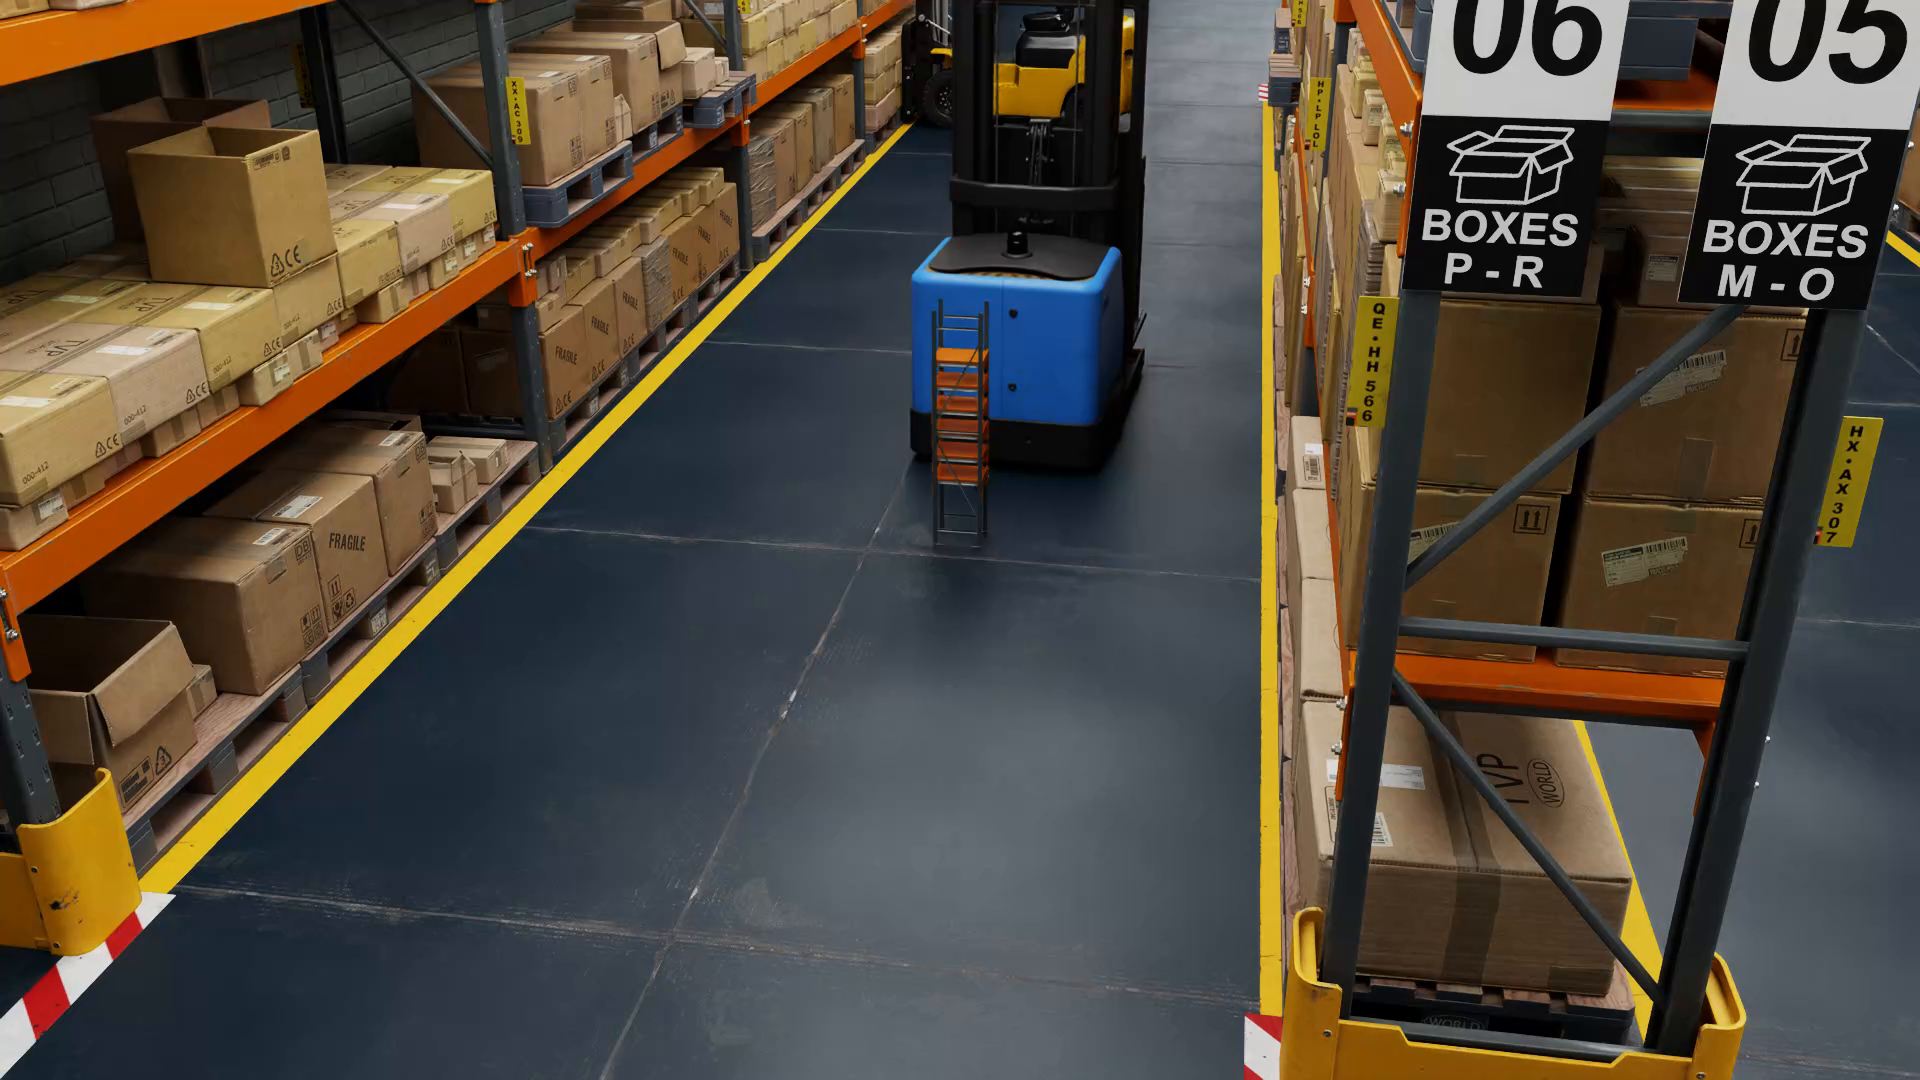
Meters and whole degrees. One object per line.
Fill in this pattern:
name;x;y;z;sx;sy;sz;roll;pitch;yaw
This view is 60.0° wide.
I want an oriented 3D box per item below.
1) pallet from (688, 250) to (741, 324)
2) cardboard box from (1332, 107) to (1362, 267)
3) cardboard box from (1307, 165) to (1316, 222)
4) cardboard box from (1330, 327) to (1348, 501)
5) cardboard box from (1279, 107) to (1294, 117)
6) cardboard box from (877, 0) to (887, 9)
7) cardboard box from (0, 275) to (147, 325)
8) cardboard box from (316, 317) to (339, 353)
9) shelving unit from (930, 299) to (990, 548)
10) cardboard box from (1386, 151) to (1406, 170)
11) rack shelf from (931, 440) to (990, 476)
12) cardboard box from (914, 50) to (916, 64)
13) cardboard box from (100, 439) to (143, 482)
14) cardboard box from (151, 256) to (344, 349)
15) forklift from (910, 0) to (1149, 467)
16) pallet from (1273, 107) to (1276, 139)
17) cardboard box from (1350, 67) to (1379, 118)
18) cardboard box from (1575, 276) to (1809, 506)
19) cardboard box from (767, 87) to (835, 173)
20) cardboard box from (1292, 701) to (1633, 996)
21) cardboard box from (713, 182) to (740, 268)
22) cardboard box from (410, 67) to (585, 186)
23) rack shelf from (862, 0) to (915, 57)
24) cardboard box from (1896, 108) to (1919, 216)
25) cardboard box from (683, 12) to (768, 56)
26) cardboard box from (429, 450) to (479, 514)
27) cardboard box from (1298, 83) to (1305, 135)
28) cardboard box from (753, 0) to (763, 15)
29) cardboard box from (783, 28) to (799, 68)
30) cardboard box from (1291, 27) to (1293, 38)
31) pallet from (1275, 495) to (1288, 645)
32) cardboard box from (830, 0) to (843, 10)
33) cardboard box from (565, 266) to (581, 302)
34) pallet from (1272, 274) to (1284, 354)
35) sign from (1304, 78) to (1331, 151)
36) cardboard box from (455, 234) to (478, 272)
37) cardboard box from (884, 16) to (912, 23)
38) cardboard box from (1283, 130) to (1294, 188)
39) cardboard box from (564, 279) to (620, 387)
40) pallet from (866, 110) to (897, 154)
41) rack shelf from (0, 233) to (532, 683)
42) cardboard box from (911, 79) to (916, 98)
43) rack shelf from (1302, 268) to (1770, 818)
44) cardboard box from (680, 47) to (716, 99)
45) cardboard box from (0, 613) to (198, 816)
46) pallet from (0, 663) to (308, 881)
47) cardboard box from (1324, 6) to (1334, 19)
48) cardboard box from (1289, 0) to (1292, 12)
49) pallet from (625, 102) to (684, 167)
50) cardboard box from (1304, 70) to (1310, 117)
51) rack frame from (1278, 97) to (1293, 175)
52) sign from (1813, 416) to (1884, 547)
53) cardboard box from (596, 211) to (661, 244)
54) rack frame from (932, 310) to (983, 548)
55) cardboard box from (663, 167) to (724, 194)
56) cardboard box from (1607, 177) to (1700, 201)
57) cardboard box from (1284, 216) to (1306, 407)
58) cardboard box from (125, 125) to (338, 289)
pallet;-2.230;-1.862;11.980;1.003;0.211;1.213;4;25;9
cardboard box;1.673;-1.311;6.215;0.500;0.500;0.500;4;25;10
cardboard box;2.082;-1.770;8.669;0.500;0.250;0.500;4;25;8
cardboard box;1.508;-0.437;5.527;0.500;0.500;0.500;5;26;10
cardboard box;3.312;-4.316;15.796;0.500;0.500;0.500;4;25;8
cardboard box;-1.018;-5.540;16.429;0.500;0.500;0.500;4;25;9
cardboard box;-3.394;-0.789;6.223;0.500;0.250;0.500;5;26;10
cardboard box;-2.797;-0.853;6.831;0.380;0.149;0.250;4;25;8
shelving unit;0.002;-0.549;8.009;0.258;1.200;0.189;4;25;9
cardboard box;1.439;-1.027;4.843;0.380;0.149;0.250;5;25;10
rack shelf;0.002;-0.401;8.078;0.258;0.103;0.180;4;25;9
cardboard box;-0.691;-5.300;18.194;0.500;0.250;0.500;3;25;7
cardboard box;-3.049;-0.316;5.682;0.380;0.149;0.250;4;25;8
cardboard box;-2.814;-0.965;6.600;0.500;0.250;0.500;3;25;7
forklift;0.550;-2.317;9.742;1.130;2.935;3.031;5;26;11
pallet;3.752;-4.298;17.182;1.003;0.211;1.213;4;25;9
cardboard box;1.666;-1.671;6.218;0.380;0.149;0.250;3;25;7
cardboard box;1.879;-0.426;4.324;0.500;0.500;0.500;3;25;7
cardboard box;-1.626;-3.680;14.878;0.875;0.625;0.625;4;25;8
cardboard box;1.528;0.941;5.229;0.875;0.438;0.875;3;25;7
cardboard box;-1.928;-2.301;12.081;0.500;0.500;0.500;5;26;10
cardboard box;-2.425;-2.184;8.765;0.700;0.500;0.500;5;25;10
rack shelf;-1.090;-5.619;17.564;1.077;0.370;4.000;4;25;9
cardboard box;8.206;-2.967;13.209;1.050;0.750;0.750;4;25;9
cardboard box;-1.733;-3.760;12.332;0.500;0.250;0.500;4;25;8
cardboard box;-2.584;-0.311;8.106;0.396;0.266;0.258;5;26;10
cardboard box;2.498;-2.837;10.950;0.500;0.250;0.500;4;25;8
cardboard box;-1.686;-3.999;12.371;0.380;0.149;0.250;5;25;10
cardboard box;-1.593;-3.962;13.352;0.500;0.250;0.500;3;25;7
cardboard box;2.838;-4.089;13.249;0.380;0.149;0.250;5;26;11
pallet;1.971;0.156;7.668;1.003;0.211;1.213;4;25;9
cardboard box;-1.322;-4.828;14.613;0.500;0.250;0.500;3;25;7
cardboard box;-2.404;-1.475;9.550;0.380;0.149;0.250;3;25;6
pallet;2.623;-1.505;11.217;1.003;0.211;1.213;4;25;9
sign;1.636;-1.942;7.588;0.100;0.325;0.005;4;25;9
cardboard box;-2.549;-1.387;7.971;0.380;0.149;0.250;5;25;10
cardboard box;-0.681;-5.539;18.113;0.500;0.250;0.500;4;25;9
cardboard box;3.283;-3.245;14.249;0.950;0.372;0.625;6;26;12
cardboard box;-2.346;-1.230;9.793;0.500;0.500;0.500;4;25;8
pallet;-1.246;-4.175;16.920;1.003;0.211;1.213;4;25;9
rack shelf;-3.052;-0.600;6.841;1.077;0.370;4.000;4;25;9
cardboard box;-0.773;-4.873;17.869;0.500;0.250;0.500;5;26;10
rack shelf;1.846;-0.257;6.110;1.077;0.370;4.000;4;25;9
cardboard box;-1.924;-3.093;11.002;0.500;0.250;0.500;3;25;6
cardboard box;-3.185;0.602;5.875;0.797;0.503;0.637;3;25;6
pallet;-3.237;0.809;6.274;1.003;0.211;1.213;4;25;9
cardboard box;2.178;-2.550;8.861;0.500;0.500;0.500;5;26;10
cardboard box;2.945;-4.544;13.456;0.500;0.500;0.500;4;25;8
pallet;-2.384;-2.534;10.352;1.003;0.211;1.213;4;25;9
cardboard box;2.321;-2.633;9.923;0.500;0.250;0.500;4;25;8
rack frame;3.480;-4.766;14.893;1.000;3.000;0.127;4;25;9
sign;2.066;-0.134;3.883;0.100;0.325;0.005;4;25;9
cardboard box;-2.146;-2.010;10.694;0.380;0.149;0.250;3;25;6
rack frame;-0.013;-0.511;7.927;0.240;1.200;0.006;4;25;9
cardboard box;-1.902;-2.563;11.875;0.380;0.149;0.250;3;25;6
cardboard box;1.978;-0.883;4.536;0.380;0.149;0.250;5;26;10
cardboard box;2.335;-1.291;9.480;0.875;0.875;0.875;5;26;10
cardboard box;-2.794;-1.294;6.418;0.500;0.500;0.500;5;25;10
